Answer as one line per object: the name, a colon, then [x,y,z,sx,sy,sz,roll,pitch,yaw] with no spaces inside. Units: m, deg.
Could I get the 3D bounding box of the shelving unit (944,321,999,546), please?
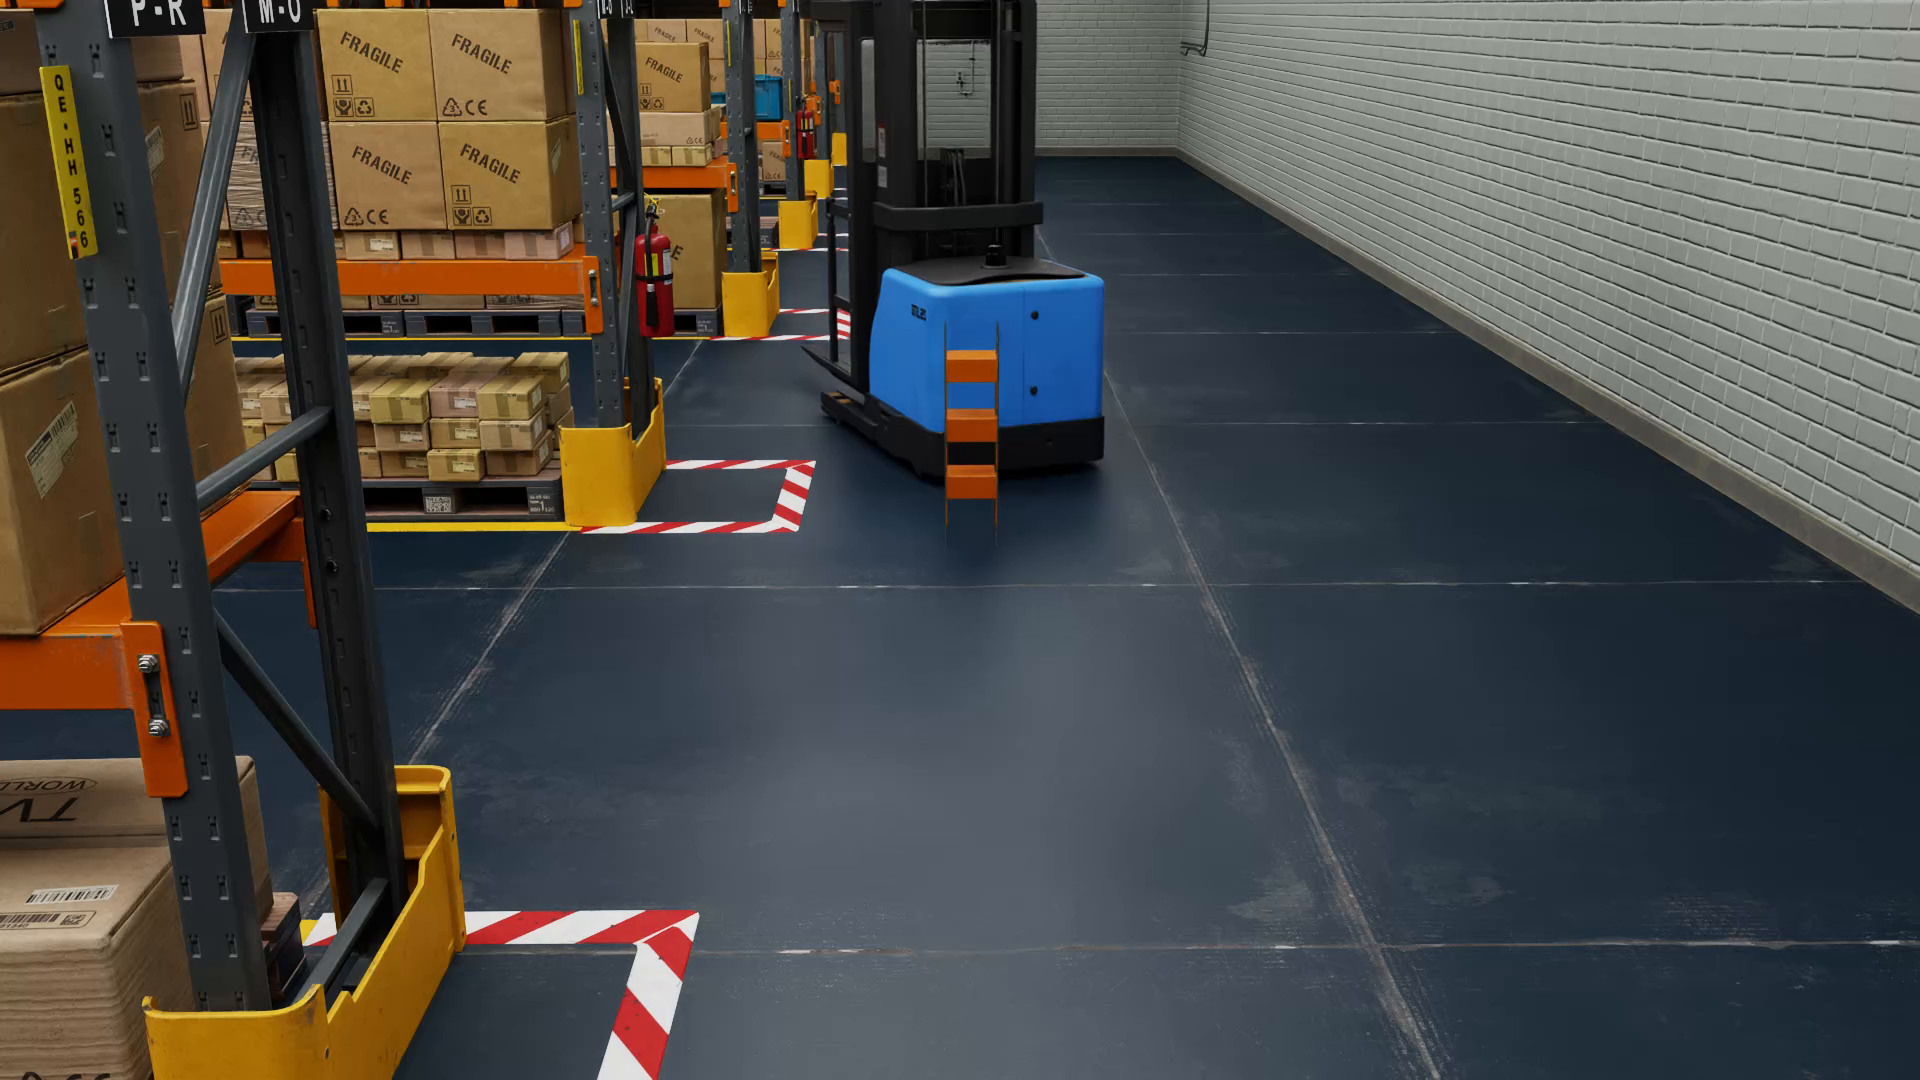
shelving unit: [0.053,-0.500,7.888,0.252,1.050,0.215,0,18,-1]

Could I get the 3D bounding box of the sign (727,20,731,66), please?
sign: [-1.713,-3.687,12.346,0.005,0.325,0.100,0,18,-1]

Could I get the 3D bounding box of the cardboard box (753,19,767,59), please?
cardboard box: [-2.807,-6.649,22.063,0.500,0.500,0.500,0,18,1]

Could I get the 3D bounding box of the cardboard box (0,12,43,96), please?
cardboard box: [-1.907,-0.931,3.178,0.250,0.149,0.380,0,18,0]

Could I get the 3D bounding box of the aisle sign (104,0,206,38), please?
aisle sign: [-1.475,-1.305,2.950,0.004,0.787,0.394,0,18,-1]

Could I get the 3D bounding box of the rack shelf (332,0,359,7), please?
rack shelf: [-7.942,-8.784,26.786,4.000,0.370,1.077,0,18,-1]

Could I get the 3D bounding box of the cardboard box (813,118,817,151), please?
cardboard box: [-2.641,-6.703,27.436,0.500,0.500,0.700,0,18,-1]

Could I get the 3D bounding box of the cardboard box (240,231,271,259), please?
cardboard box: [-3.342,-1.486,8.181,0.250,0.149,0.380,-1,18,-3]

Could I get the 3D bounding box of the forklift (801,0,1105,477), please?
forklift: [-0.222,-2.144,9.931,1.130,2.935,3.031,-7,19,-21]

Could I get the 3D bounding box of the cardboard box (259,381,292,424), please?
cardboard box: [-3.293,-0.695,8.309,0.250,0.149,0.380,0,18,1]

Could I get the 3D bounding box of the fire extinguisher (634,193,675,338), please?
fire extinguisher: [-1.472,-1.319,7.985,0.183,0.674,0.296,0,18,-1]

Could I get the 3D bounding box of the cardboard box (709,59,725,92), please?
cardboard box: [-3.322,-6.172,22.213,0.500,0.500,0.500,0,18,0]

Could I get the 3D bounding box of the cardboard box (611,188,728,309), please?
cardboard box: [-2.347,-2.349,13.251,0.875,0.875,0.875,0,18,-1]

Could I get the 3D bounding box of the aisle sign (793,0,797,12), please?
aisle sign: [-1.710,-5.850,17.117,0.004,0.787,0.394,0,18,-1]

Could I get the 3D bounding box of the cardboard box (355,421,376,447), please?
cardboard box: [-3.044,-0.594,8.483,0.250,0.149,0.380,0,18,-2]

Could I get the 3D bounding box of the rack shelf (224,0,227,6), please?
rack shelf: [-7.707,-4.245,12.637,4.000,0.370,1.077,0,18,-1]

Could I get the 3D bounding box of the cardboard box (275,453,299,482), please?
cardboard box: [-3.276,-0.417,8.415,0.250,0.149,0.380,-1,18,-3]

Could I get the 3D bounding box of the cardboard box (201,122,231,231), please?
cardboard box: [-3.697,-1.776,8.022,0.500,0.500,0.500,1,18,2]

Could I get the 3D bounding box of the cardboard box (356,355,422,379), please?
cardboard box: [-3.034,-0.873,8.865,0.250,0.149,0.380,-1,18,-4]

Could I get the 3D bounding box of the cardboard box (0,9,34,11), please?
cardboard box: [-4.253,-2.247,7.854,0.500,0.500,0.500,0,18,0]

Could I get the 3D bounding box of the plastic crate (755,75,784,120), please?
plastic crate: [-2.118,-4.688,17.594,0.499,0.435,0.616,0,18,-1]

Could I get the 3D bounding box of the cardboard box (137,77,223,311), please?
cardboard box: [-2.036,-0.770,3.737,0.500,0.500,0.500,-1,18,-2]

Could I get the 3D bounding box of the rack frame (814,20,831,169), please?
rack frame: [-1.861,-6.214,22.508,0.127,3.000,1.000,0,18,-1]

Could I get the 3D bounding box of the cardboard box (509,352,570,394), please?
cardboard box: [-2.260,-0.900,8.948,0.250,0.149,0.380,-1,18,-3]

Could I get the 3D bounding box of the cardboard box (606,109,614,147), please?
cardboard box: [-2.696,-3.173,12.787,0.500,0.250,0.500,-1,18,-2]

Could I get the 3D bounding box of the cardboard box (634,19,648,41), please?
cardboard box: [-4.355,-6.640,22.034,0.500,0.500,0.500,-1,18,-2]

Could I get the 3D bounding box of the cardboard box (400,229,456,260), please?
cardboard box: [-2.552,-1.470,8.130,0.250,0.149,0.380,0,18,-1]

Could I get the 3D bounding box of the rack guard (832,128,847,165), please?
rack guard: [-1.919,-6.537,27.606,0.348,0.500,1.175,0,18,-1]

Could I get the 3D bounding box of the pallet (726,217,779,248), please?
pallet: [-2.611,-3.381,18.242,1.213,0.211,1.003,0,18,-1]

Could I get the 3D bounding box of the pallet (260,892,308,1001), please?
pallet: [-2.350,1.194,3.980,1.213,0.211,1.003,0,18,-1]

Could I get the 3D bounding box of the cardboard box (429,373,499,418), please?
cardboard box: [-2.508,-0.735,8.434,0.250,0.149,0.380,0,18,0]

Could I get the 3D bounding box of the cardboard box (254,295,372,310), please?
cardboard box: [-5.046,-2.336,13.210,0.875,0.875,0.875,0,18,-1]

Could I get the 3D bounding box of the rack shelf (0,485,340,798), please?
rack shelf: [-3.551,0.191,3.721,4.000,0.370,1.077,0,18,-1]

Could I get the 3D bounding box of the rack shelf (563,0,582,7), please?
rack shelf: [-3.731,-2.749,7.974,4.000,0.370,1.077,0,18,-1]

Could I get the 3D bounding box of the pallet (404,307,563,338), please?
pallet: [-3.723,-1.828,13.400,1.213,0.211,1.003,0,18,-1]

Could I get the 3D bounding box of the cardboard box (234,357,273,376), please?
cardboard box: [-3.825,-0.857,8.815,0.250,0.149,0.380,0,18,-1]

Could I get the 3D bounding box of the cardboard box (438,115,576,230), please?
cardboard box: [-2.176,-1.781,8.040,0.500,0.500,0.500,0,18,0]

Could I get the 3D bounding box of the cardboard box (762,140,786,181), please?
cardboard box: [-2.400,-5.155,22.580,0.500,0.500,0.500,0,18,-1]

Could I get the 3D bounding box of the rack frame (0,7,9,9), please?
rack frame: [-9.785,-4.662,17.671,0.127,3.000,1.000,0,18,-1]

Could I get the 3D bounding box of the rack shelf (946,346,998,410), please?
rack shelf: [0.054,-0.760,7.805,0.240,0.259,0.215,0,18,-1]

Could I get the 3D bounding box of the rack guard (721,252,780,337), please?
rack guard: [-1.684,-1.998,13.458,0.348,0.500,1.175,0,18,-1]

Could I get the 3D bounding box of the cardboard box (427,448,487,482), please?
cardboard box: [-2.509,-0.417,8.417,0.250,0.149,0.380,0,18,1]

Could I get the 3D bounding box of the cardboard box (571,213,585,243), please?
cardboard box: [-2.060,-1.652,8.698,0.250,0.149,0.380,0,18,-1]

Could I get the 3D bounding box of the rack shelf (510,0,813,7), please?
rack shelf: [-3.860,-7.290,22.129,4.000,0.370,1.077,0,18,-1]

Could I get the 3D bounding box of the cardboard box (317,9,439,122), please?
cardboard box: [-2.691,-2.258,7.887,0.500,0.500,0.500,-1,18,-3]

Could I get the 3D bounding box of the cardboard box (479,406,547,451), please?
cardboard box: [-2.254,-0.567,8.398,0.250,0.149,0.380,-1,18,-2]

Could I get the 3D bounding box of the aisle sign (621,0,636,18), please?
aisle sign: [-1.663,-3.003,8.242,0.004,0.787,0.394,0,18,-1]

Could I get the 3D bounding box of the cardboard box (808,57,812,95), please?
cardboard box: [-2.309,-6.340,22.737,0.500,0.500,0.500,0,18,0]

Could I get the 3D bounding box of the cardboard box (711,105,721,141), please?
cardboard box: [-2.192,-3.339,13.303,0.500,0.250,0.500,-1,18,-2]

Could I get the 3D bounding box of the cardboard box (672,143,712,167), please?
cardboard box: [-2.059,-2.966,12.796,0.250,0.149,0.380,0,18,0]

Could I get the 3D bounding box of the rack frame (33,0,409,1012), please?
rack frame: [-1.552,-0.162,3.641,0.127,3.000,1.000,0,18,-1]

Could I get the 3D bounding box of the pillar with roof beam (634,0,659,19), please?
pillar with roof beam: [-5.188,-9.517,22.983,0.400,9.000,9.100,0,18,-1]

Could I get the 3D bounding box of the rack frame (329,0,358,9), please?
rack frame: [-9.942,-7.688,27.104,0.127,3.000,1.000,0,18,-1]

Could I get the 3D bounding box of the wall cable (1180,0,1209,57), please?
wall cable: [3.718,-9.023,26.527,0.112,2.526,3.097,0,18,-1]

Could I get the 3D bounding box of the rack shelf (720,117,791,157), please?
rack shelf: [-3.786,-4.349,17.871,4.000,0.370,1.077,0,18,-1]
